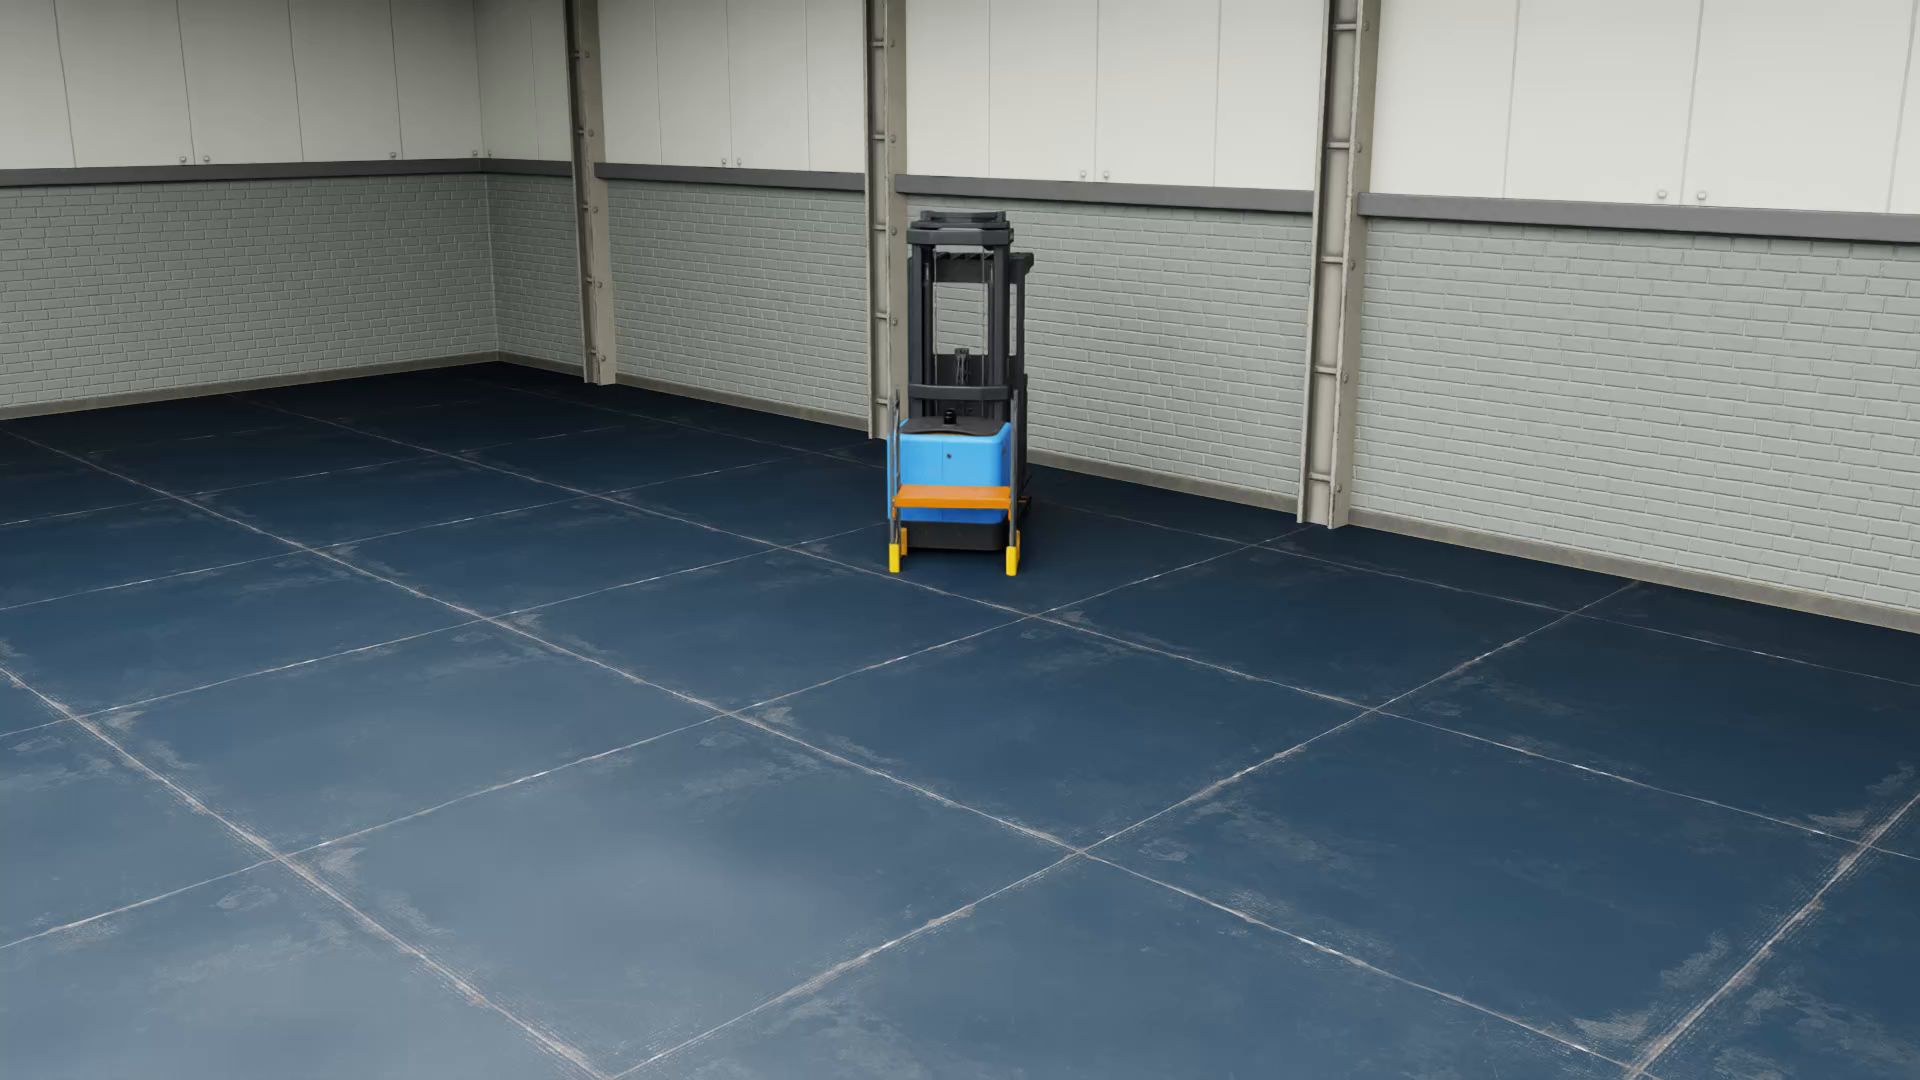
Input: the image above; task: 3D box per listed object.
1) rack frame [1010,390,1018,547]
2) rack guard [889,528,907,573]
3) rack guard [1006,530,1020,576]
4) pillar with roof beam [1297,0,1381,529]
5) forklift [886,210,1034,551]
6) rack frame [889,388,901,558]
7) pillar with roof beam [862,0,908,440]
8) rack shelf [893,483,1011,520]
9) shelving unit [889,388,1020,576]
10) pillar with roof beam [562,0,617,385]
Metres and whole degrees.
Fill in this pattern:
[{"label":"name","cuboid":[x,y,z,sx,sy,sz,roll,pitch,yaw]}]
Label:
[{"label":"rack frame","cuboid":[0.457,-0.496,14.178,0.032,1.500,0.500,1,15,5]},{"label":"rack guard","cuboid":[-0.536,0.088,14.416,0.087,0.250,0.587,1,15,5]},{"label":"rack guard","cuboid":[0.456,0.109,14.336,0.087,0.250,0.587,1,15,5]},{"label":"pillar with roof beam","cuboid":[0.479,-3.739,11.752,0.400,9.000,9.100,14,20,42]},{"label":"forklift","cuboid":[0.097,-1.648,15.761,1.130,2.935,3.031,2,15,9]},{"label":"rack frame","cuboid":[-0.556,-0.517,14.260,0.032,1.500,0.500,1,15,5]},{"label":"pillar with roof beam","cuboid":[-3.840,-4.789,15.782,0.400,9.000,9.100,14,20,42]},{"label":"rack shelf","cuboid":[-0.049,-0.332,14.265,1.000,0.185,0.538,1,15,5]},{"label":"shelving unit","cuboid":[-0.040,-0.506,14.219,1.083,1.500,0.587,1,15,5]},{"label":"pillar with roof beam","cuboid":[-8.159,-5.839,19.812,0.400,9.000,9.100,14,20,42]}]
